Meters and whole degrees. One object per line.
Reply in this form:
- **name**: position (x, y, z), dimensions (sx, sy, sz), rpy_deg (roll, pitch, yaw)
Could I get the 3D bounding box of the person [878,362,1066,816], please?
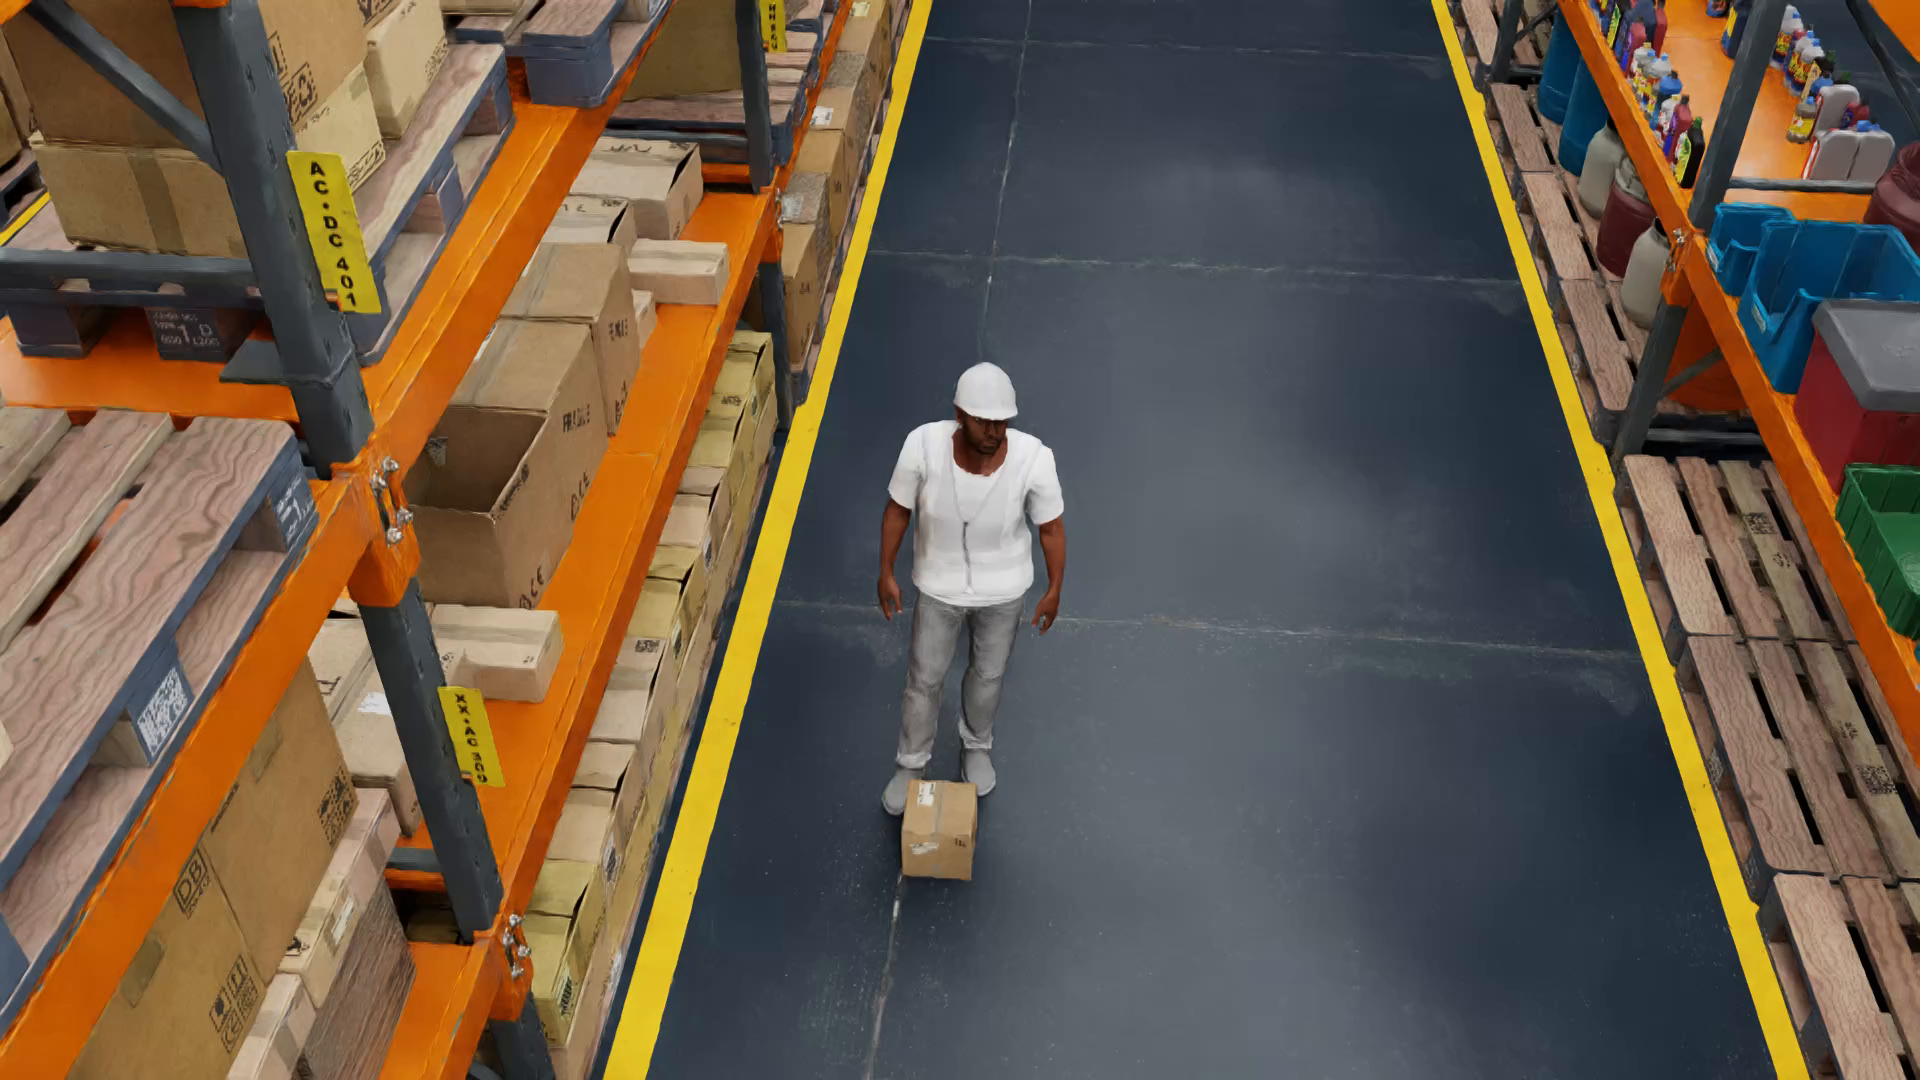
- **person**: position (0.035, 0.198, 5.885), dimensions (0.665, 1.766, 0.578), rpy_deg (2, 40, 2)
